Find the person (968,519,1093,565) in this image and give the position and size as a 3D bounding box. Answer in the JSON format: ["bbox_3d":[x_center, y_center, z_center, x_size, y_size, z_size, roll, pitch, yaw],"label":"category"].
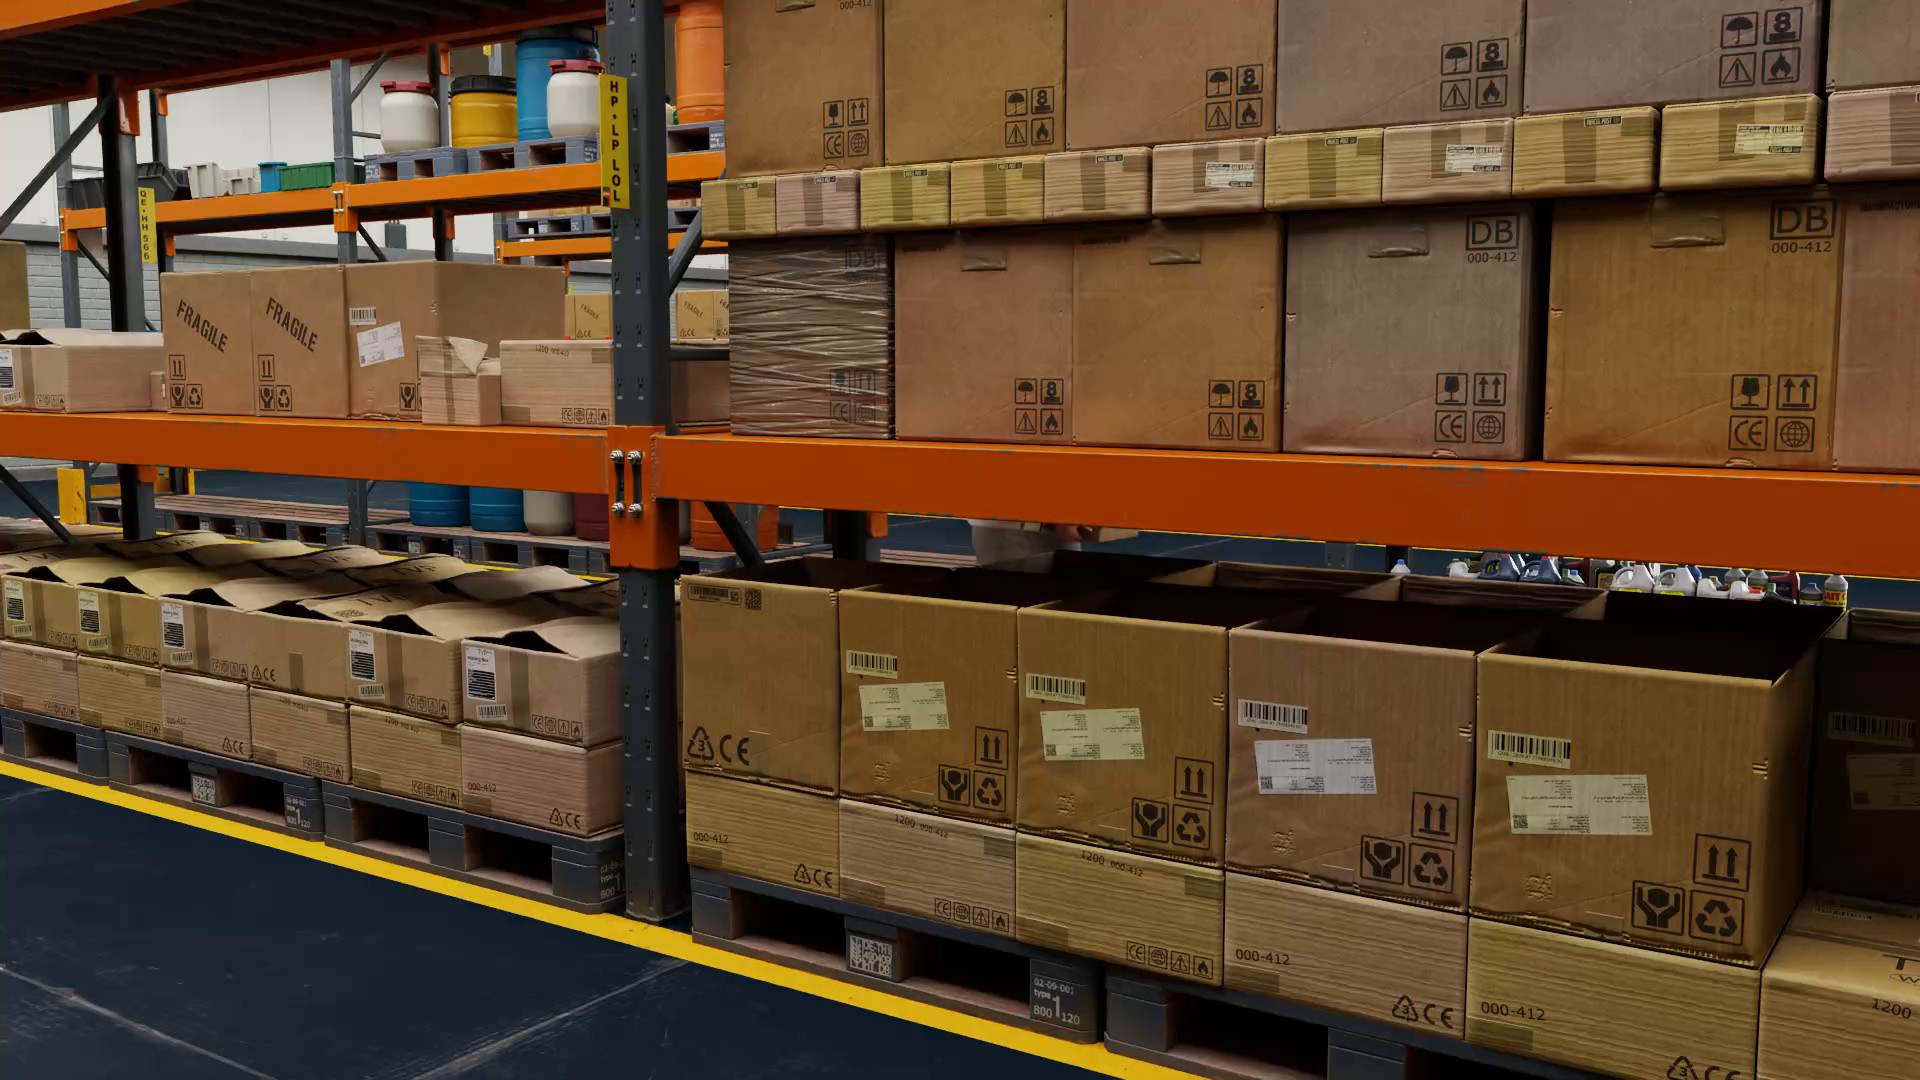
[{"bbox_3d":[0.324,-0.031,5.956,0.556,1.767,0.494,5,8,38],"label":"person"}]
